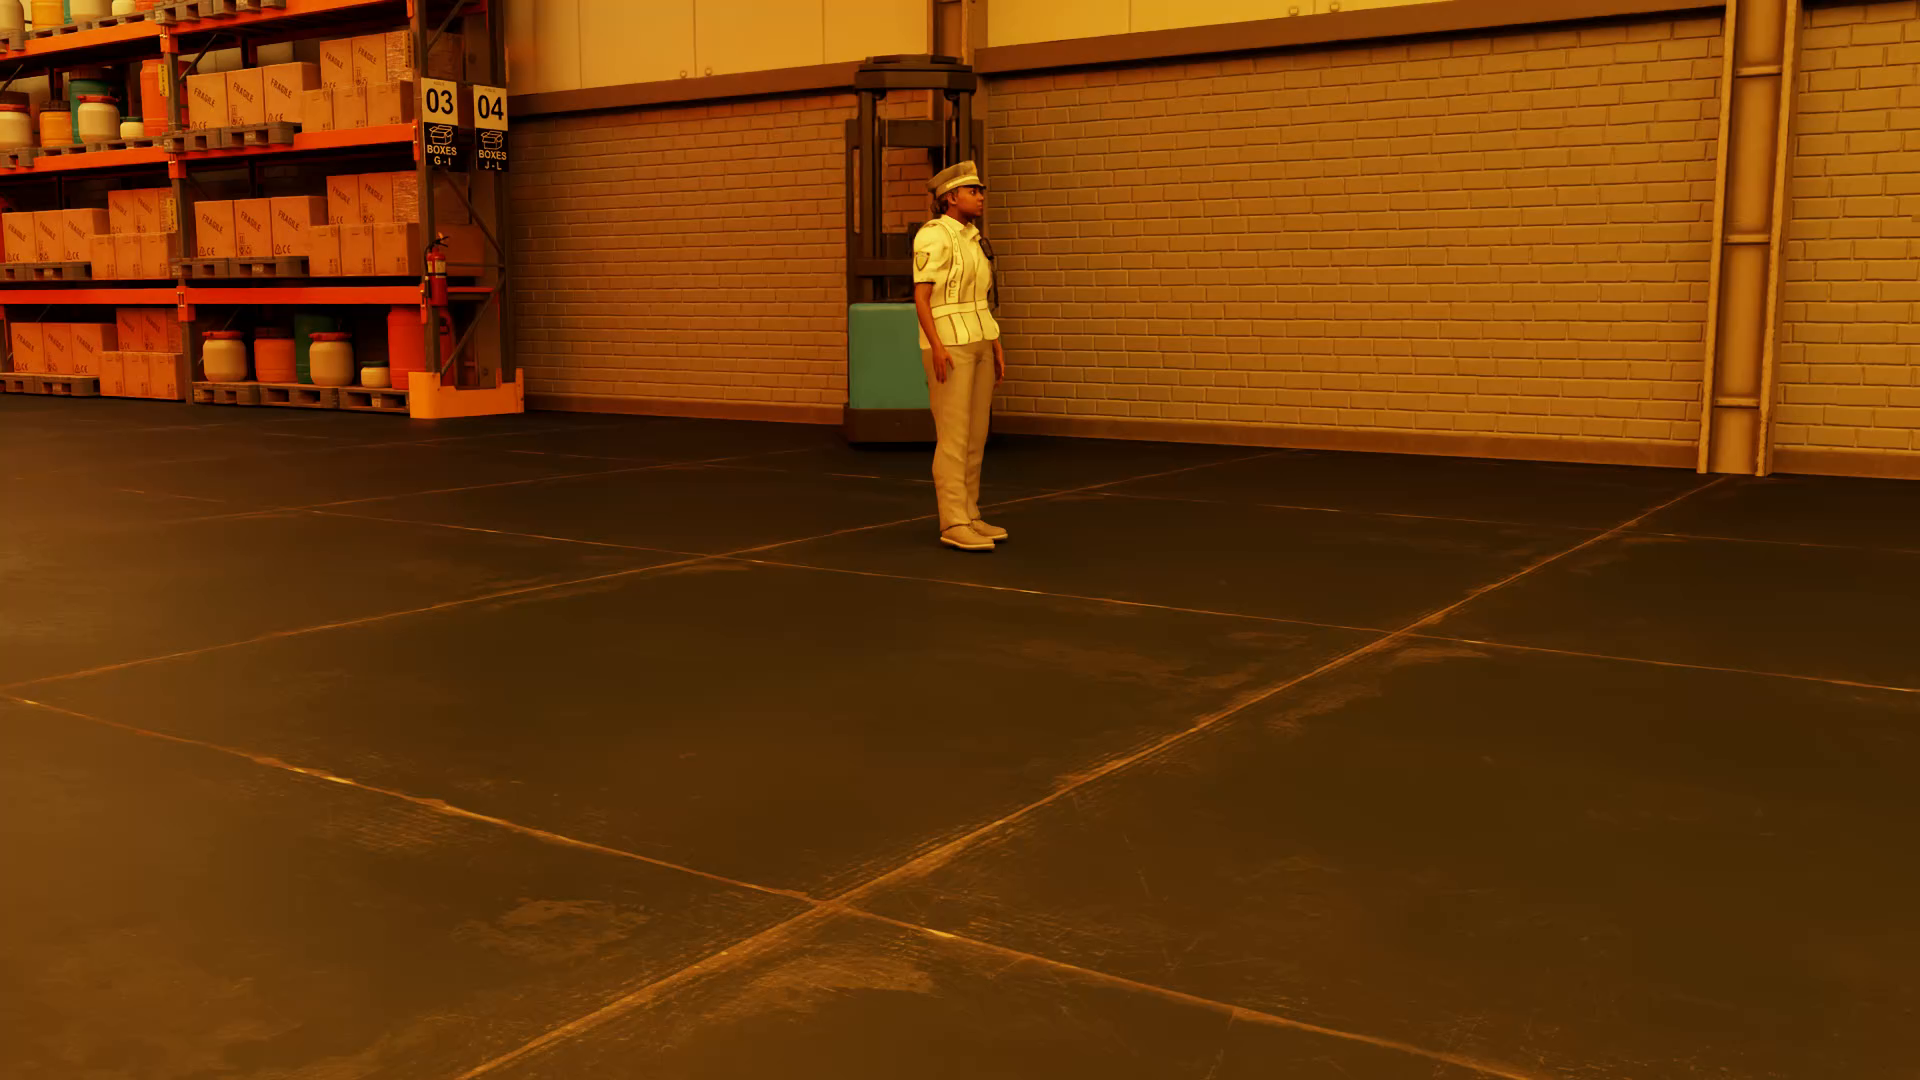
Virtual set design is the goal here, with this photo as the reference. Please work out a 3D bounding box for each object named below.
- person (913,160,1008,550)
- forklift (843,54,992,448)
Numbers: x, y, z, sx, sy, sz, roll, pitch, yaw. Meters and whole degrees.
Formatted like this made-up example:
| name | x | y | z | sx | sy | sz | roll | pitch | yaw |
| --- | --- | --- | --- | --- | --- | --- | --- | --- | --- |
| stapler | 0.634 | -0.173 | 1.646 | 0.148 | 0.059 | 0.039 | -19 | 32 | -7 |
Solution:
| name | x | y | z | sx | sy | sz | roll | pitch | yaw |
| --- | --- | --- | --- | --- | --- | --- | --- | --- | --- |
| person | 0.051 | -0.836 | 7.426 | 0.530 | 1.692 | 0.569 | 5 | 10 | 34 |
| forklift | -0.372 | -2.307 | 13.417 | 1.130 | 2.935 | 3.031 | 0 | 8 | -3 |
